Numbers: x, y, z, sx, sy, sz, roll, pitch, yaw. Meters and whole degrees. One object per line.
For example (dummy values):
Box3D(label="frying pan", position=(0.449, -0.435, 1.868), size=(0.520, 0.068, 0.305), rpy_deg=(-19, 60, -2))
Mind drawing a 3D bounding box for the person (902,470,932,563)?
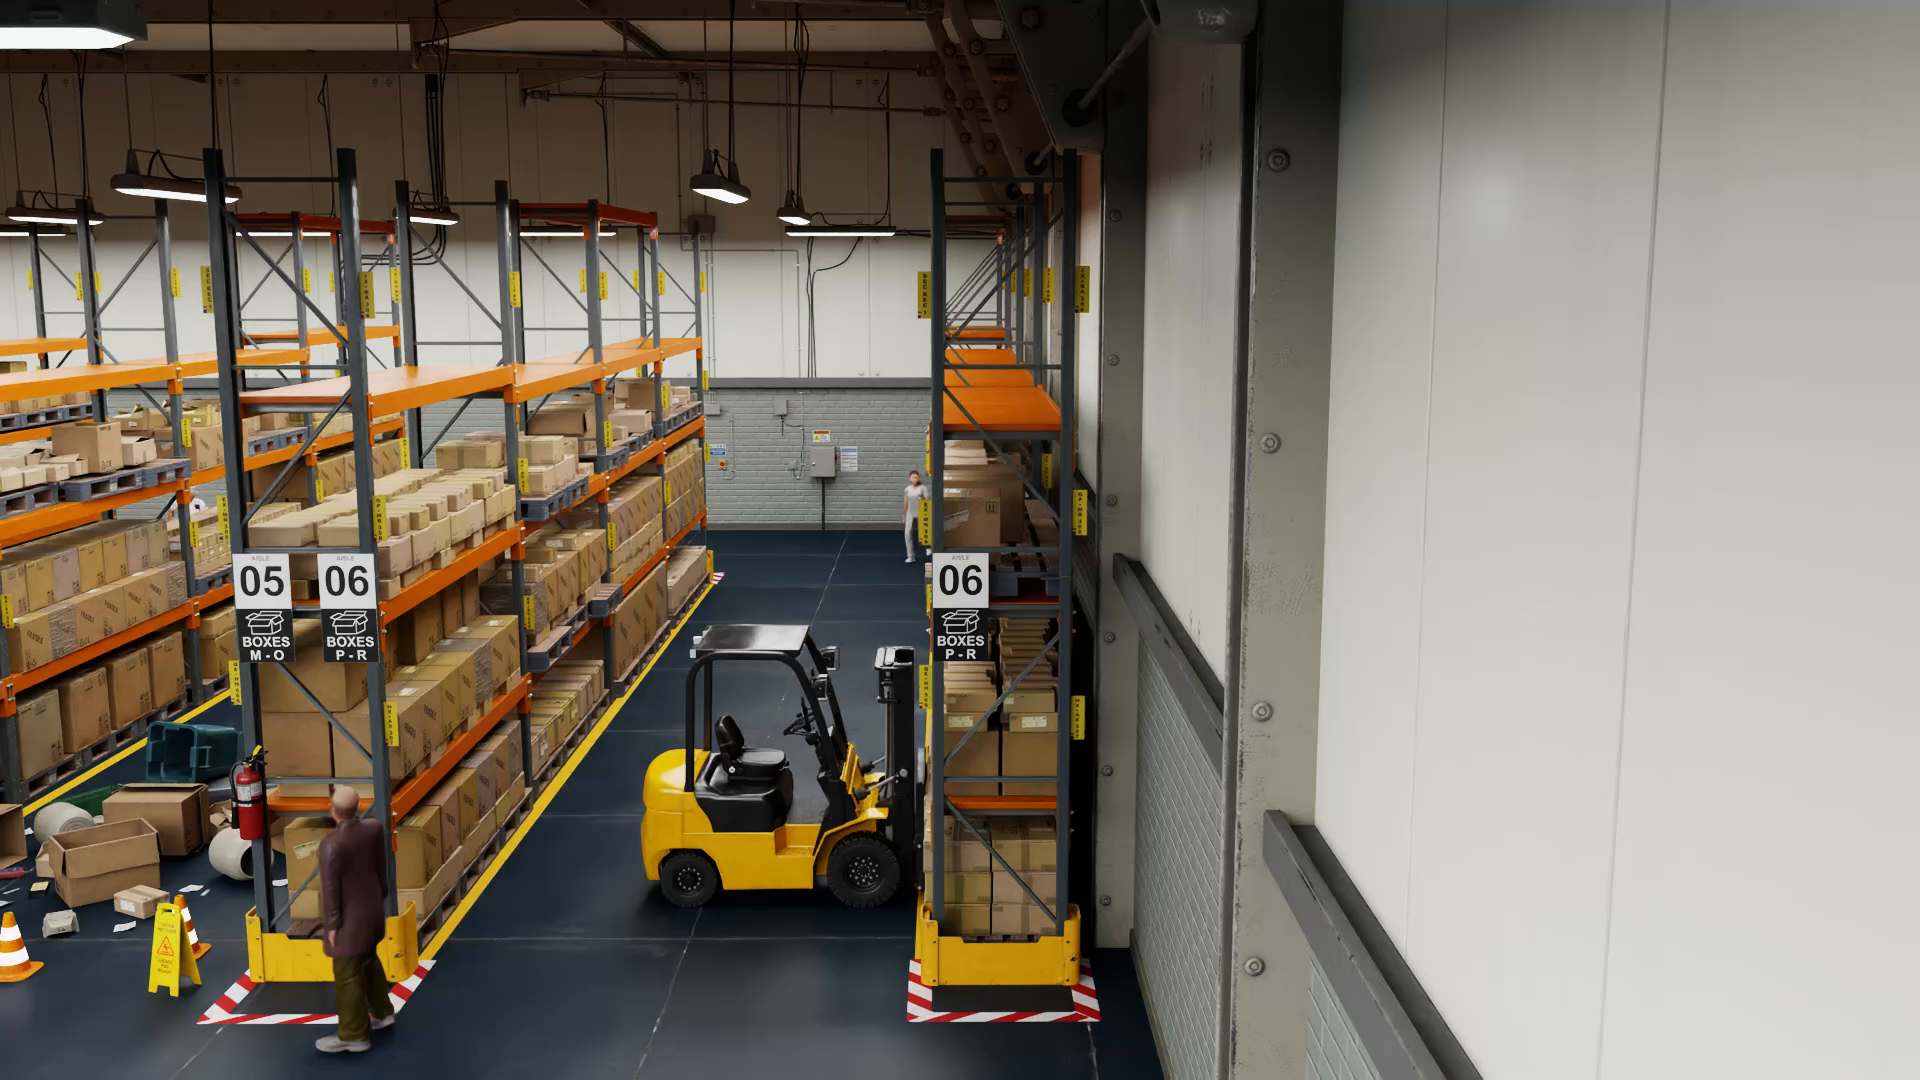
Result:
Box3D(label="person", position=(-0.795, -0.446, 30.041), size=(0.514, 1.632, 0.861), rpy_deg=(2, 9, 15))

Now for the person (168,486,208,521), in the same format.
Box3D(label="person", position=(-12.976, -0.123, 27.893), size=(0.634, 1.617, 1.007), rpy_deg=(0, 9, 1))

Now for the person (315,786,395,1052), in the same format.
Box3D(label="person", position=(-4.074, 2.531, 11.156), size=(0.378, 1.839, 0.628), rpy_deg=(3, 10, 17))
